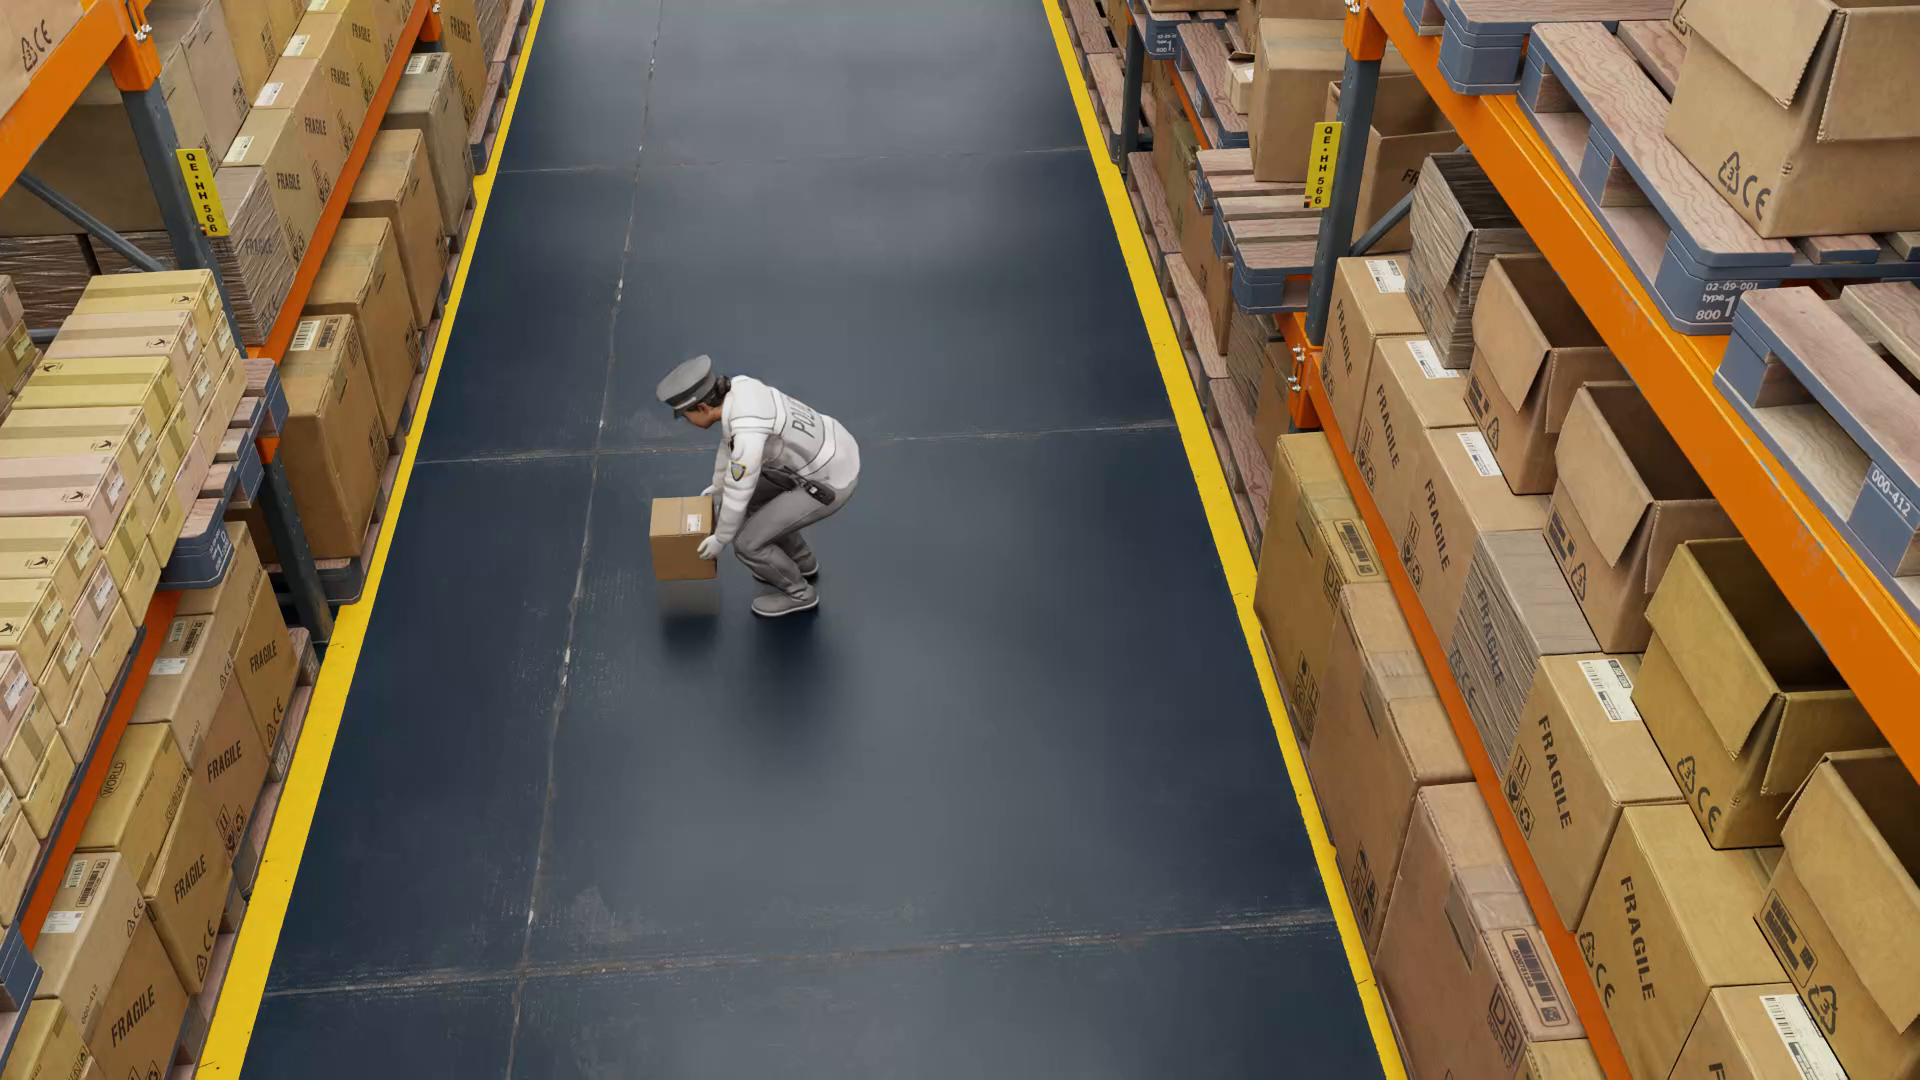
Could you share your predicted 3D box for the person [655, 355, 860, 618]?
[{"bbox_3d":[-0.795,-0.224,6.788,0.780,1.213,0.527,-3,39,-4],"label":"person"}]
